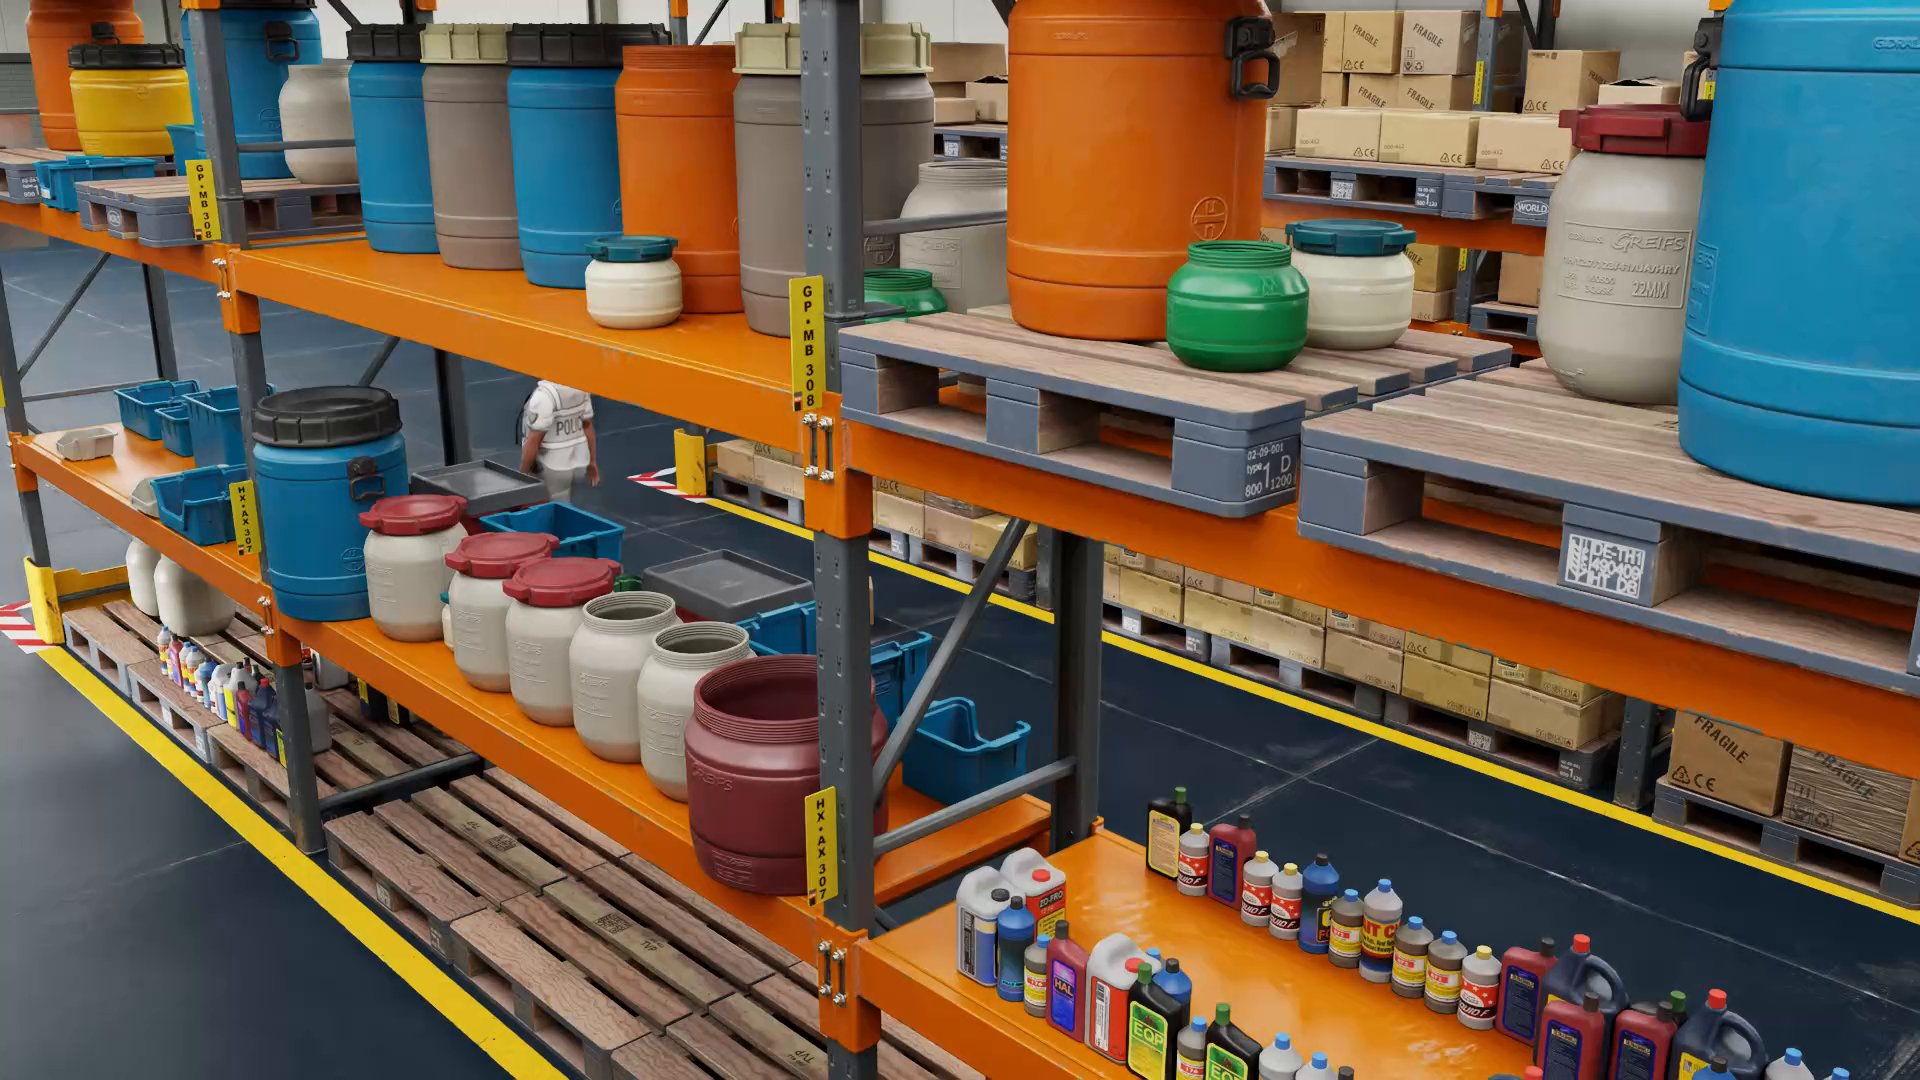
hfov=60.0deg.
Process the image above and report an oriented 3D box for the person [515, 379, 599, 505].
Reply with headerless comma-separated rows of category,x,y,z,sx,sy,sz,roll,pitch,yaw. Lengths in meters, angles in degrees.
person,-2.700,-0.456,11.034,0.512,1.837,0.576,7,18,21
